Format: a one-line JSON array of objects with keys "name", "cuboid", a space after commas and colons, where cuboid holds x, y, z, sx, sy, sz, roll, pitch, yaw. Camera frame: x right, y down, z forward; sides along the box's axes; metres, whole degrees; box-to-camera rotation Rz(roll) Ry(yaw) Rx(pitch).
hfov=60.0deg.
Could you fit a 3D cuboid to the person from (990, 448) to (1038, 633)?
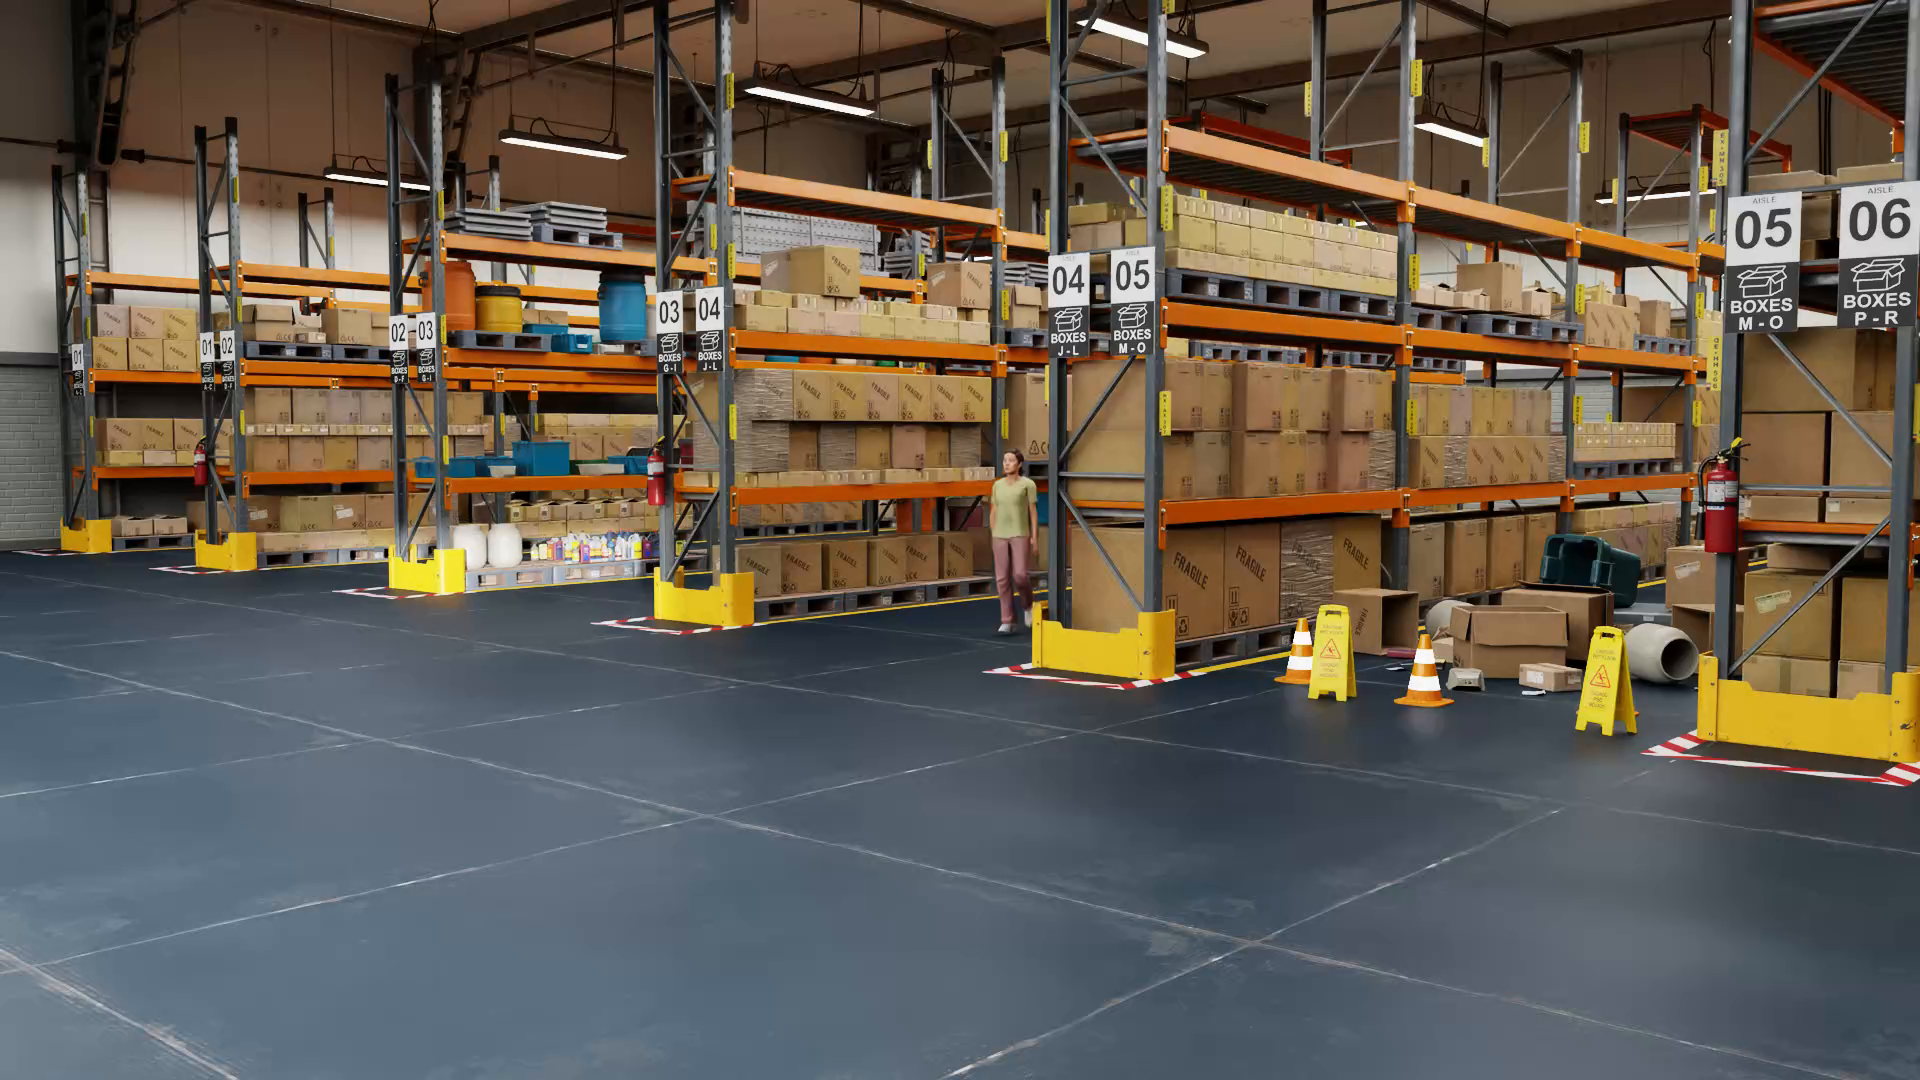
[{"name": "person", "cuboid": [0.479, 0.001, 15.069, 0.465, 1.658, 0.496, 1, 4, 21]}]
